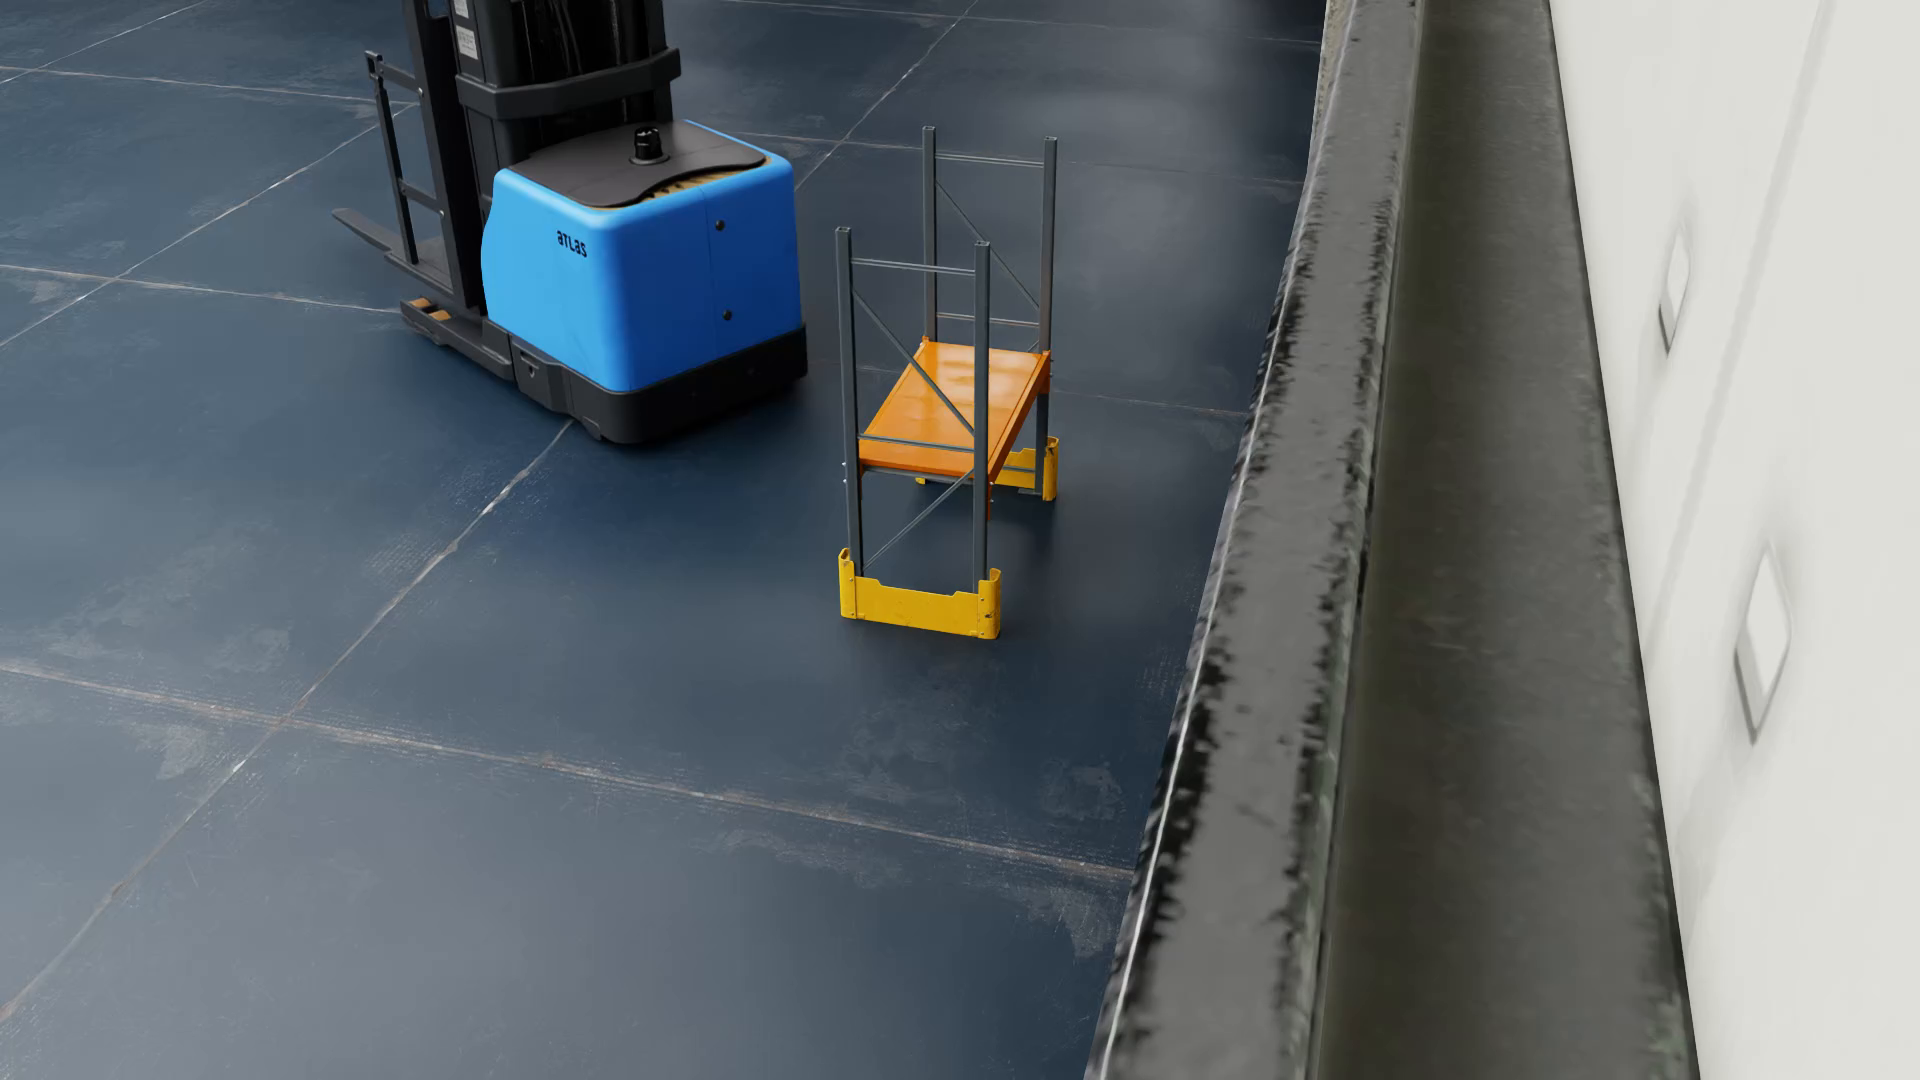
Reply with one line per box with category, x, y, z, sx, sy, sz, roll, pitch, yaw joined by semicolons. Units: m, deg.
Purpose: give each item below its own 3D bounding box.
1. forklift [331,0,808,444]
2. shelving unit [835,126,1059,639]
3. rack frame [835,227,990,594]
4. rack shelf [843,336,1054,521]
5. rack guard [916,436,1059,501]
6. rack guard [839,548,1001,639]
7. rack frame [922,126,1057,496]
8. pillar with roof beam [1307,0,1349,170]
forklift;-2.075;-2.341;7.480;1.130;2.935;3.031;-27;41;-36
shelving unit;-0.019;-0.593;6.065;0.587;1.500;1.083;8;33;12
rack frame;-0.151;-0.325;5.643;0.500;1.500;0.032;8;33;12
rack shelf;-0.022;-0.437;6.155;0.538;0.185;1.000;8;33;12
rack guard;0.107;-0.324;6.807;0.587;0.250;0.087;8;33;12
rack guard;-0.146;0.192;5.994;0.587;0.250;0.087;8;33;12
rack frame;0.107;-0.852;6.473;0.500;1.500;0.032;8;33;12
pillar with roof beam;-3.228;-3.330;3.381;9.100;9.000;0.400;8;33;12
